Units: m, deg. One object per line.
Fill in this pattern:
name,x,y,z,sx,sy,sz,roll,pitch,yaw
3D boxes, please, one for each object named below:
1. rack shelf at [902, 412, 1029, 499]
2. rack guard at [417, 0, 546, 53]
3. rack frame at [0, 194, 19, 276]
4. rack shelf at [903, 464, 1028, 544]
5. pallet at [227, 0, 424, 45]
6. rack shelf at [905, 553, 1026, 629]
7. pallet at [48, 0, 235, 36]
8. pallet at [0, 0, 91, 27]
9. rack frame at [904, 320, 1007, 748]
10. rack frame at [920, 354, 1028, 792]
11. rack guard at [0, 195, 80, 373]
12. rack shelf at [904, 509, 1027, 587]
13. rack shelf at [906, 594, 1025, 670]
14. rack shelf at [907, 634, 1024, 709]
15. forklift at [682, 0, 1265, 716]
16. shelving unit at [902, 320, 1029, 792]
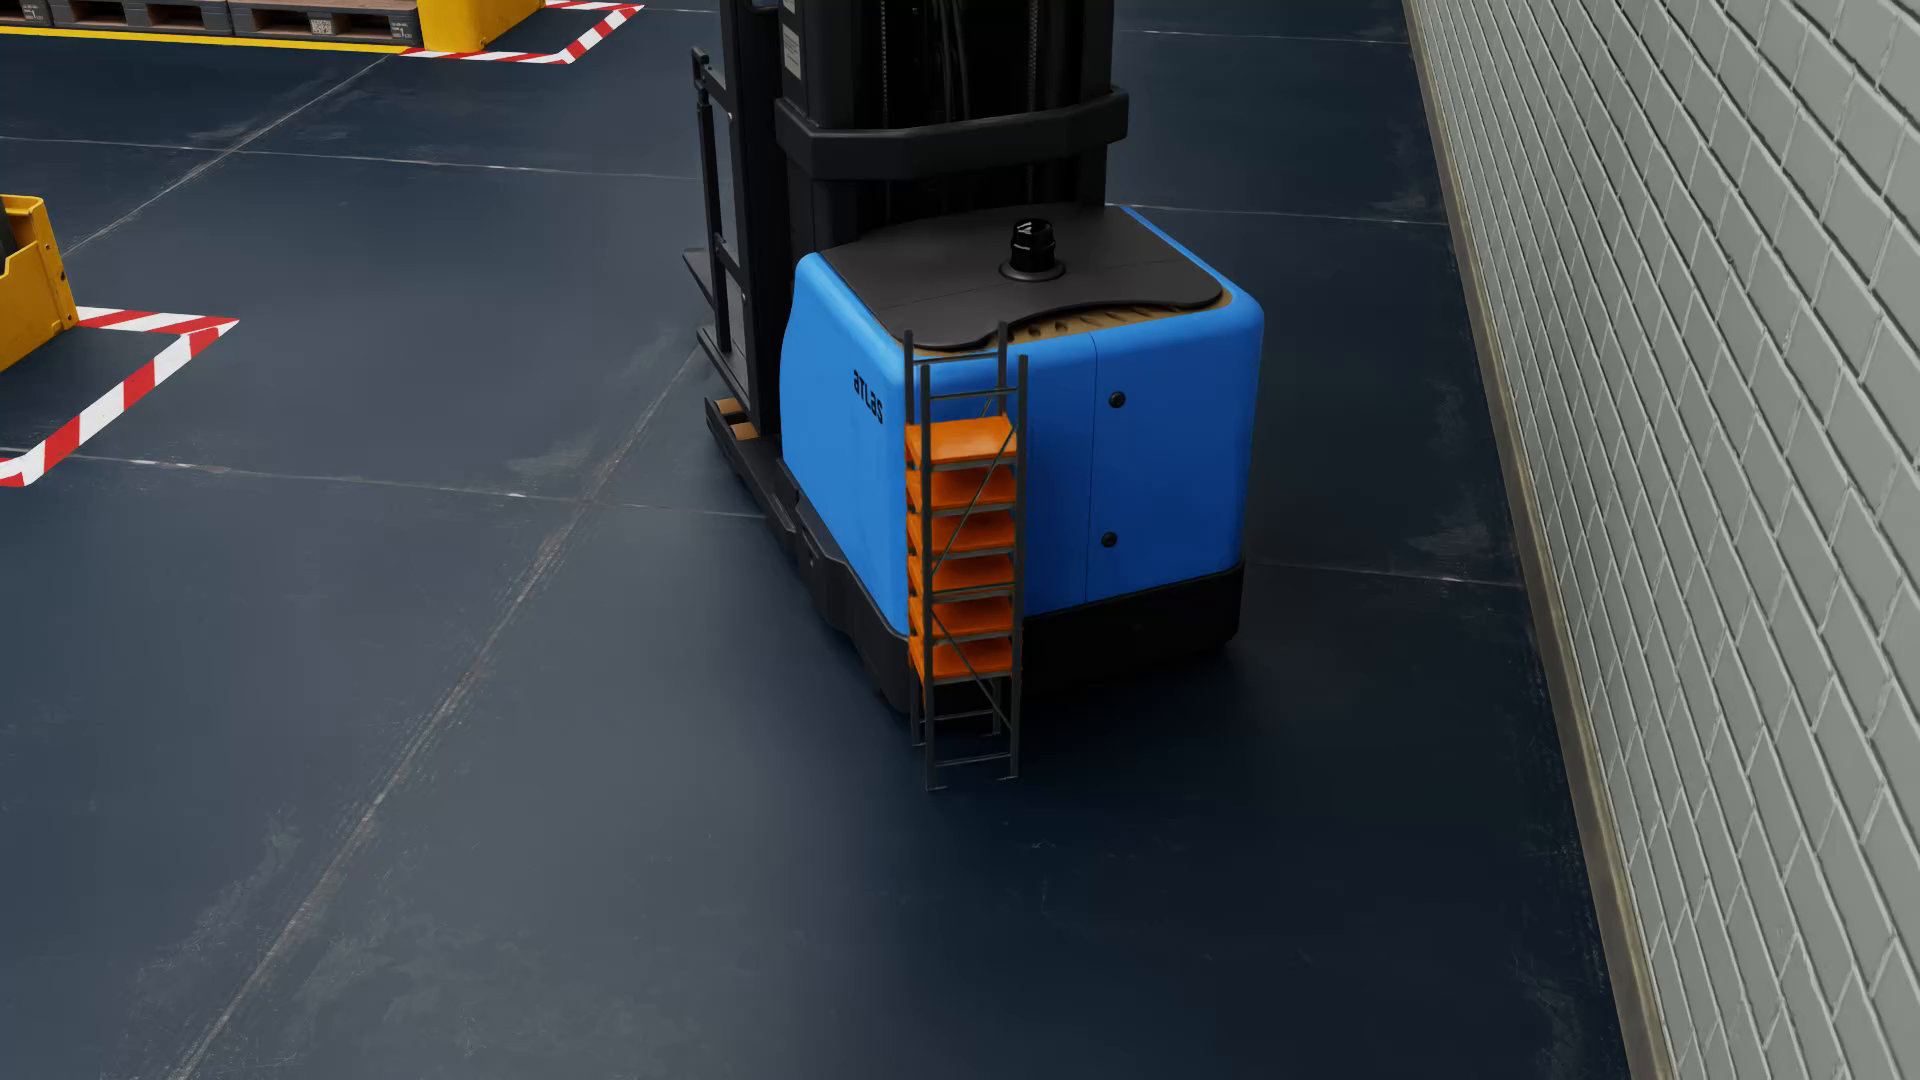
rack shelf,0.011,-0.197,3.840,0.258,0.103,0.180,-7,33,-11
rack guard,-2.941,-3.414,10.233,0.348,0.500,1.175,5,32,8
rack frame,-3.800,-1.879,5.424,0.127,3.000,1.000,5,32,8
rack shelf,0.011,-0.096,3.903,0.258,0.103,0.180,-7,33,-11
pallet,-3.774,-3.381,10.452,1.213,0.211,1.003,5,32,8
rack shelf,0.011,0.108,4.031,0.258,0.103,0.180,-7,33,-11
pallet,-4.973,-3.491,10.628,1.213,0.211,1.003,5,32,8
pallet,-6.179,-3.599,10.800,1.213,0.211,1.003,5,32,8
rack frame,-0.009,0.023,4.083,0.240,1.200,0.006,-7,33,-11
rack frame,0.031,0.117,3.931,0.240,1.200,0.006,-7,33,-11
rack guard,-3.777,-0.817,6.084,0.348,0.500,1.175,5,32,8
rack shelf,0.011,0.006,3.967,0.258,0.103,0.180,-7,33,-11
rack shelf,0.011,0.209,4.094,0.258,0.103,0.180,-7,33,-11
rack shelf,0.011,0.311,4.158,0.258,0.103,0.180,-7,33,-11
forklift,-0.234,-1.548,4.961,1.130,2.935,3.031,-12,34,-19
shelving unit,0.011,0.070,4.007,0.258,1.200,0.189,-7,33,-11
